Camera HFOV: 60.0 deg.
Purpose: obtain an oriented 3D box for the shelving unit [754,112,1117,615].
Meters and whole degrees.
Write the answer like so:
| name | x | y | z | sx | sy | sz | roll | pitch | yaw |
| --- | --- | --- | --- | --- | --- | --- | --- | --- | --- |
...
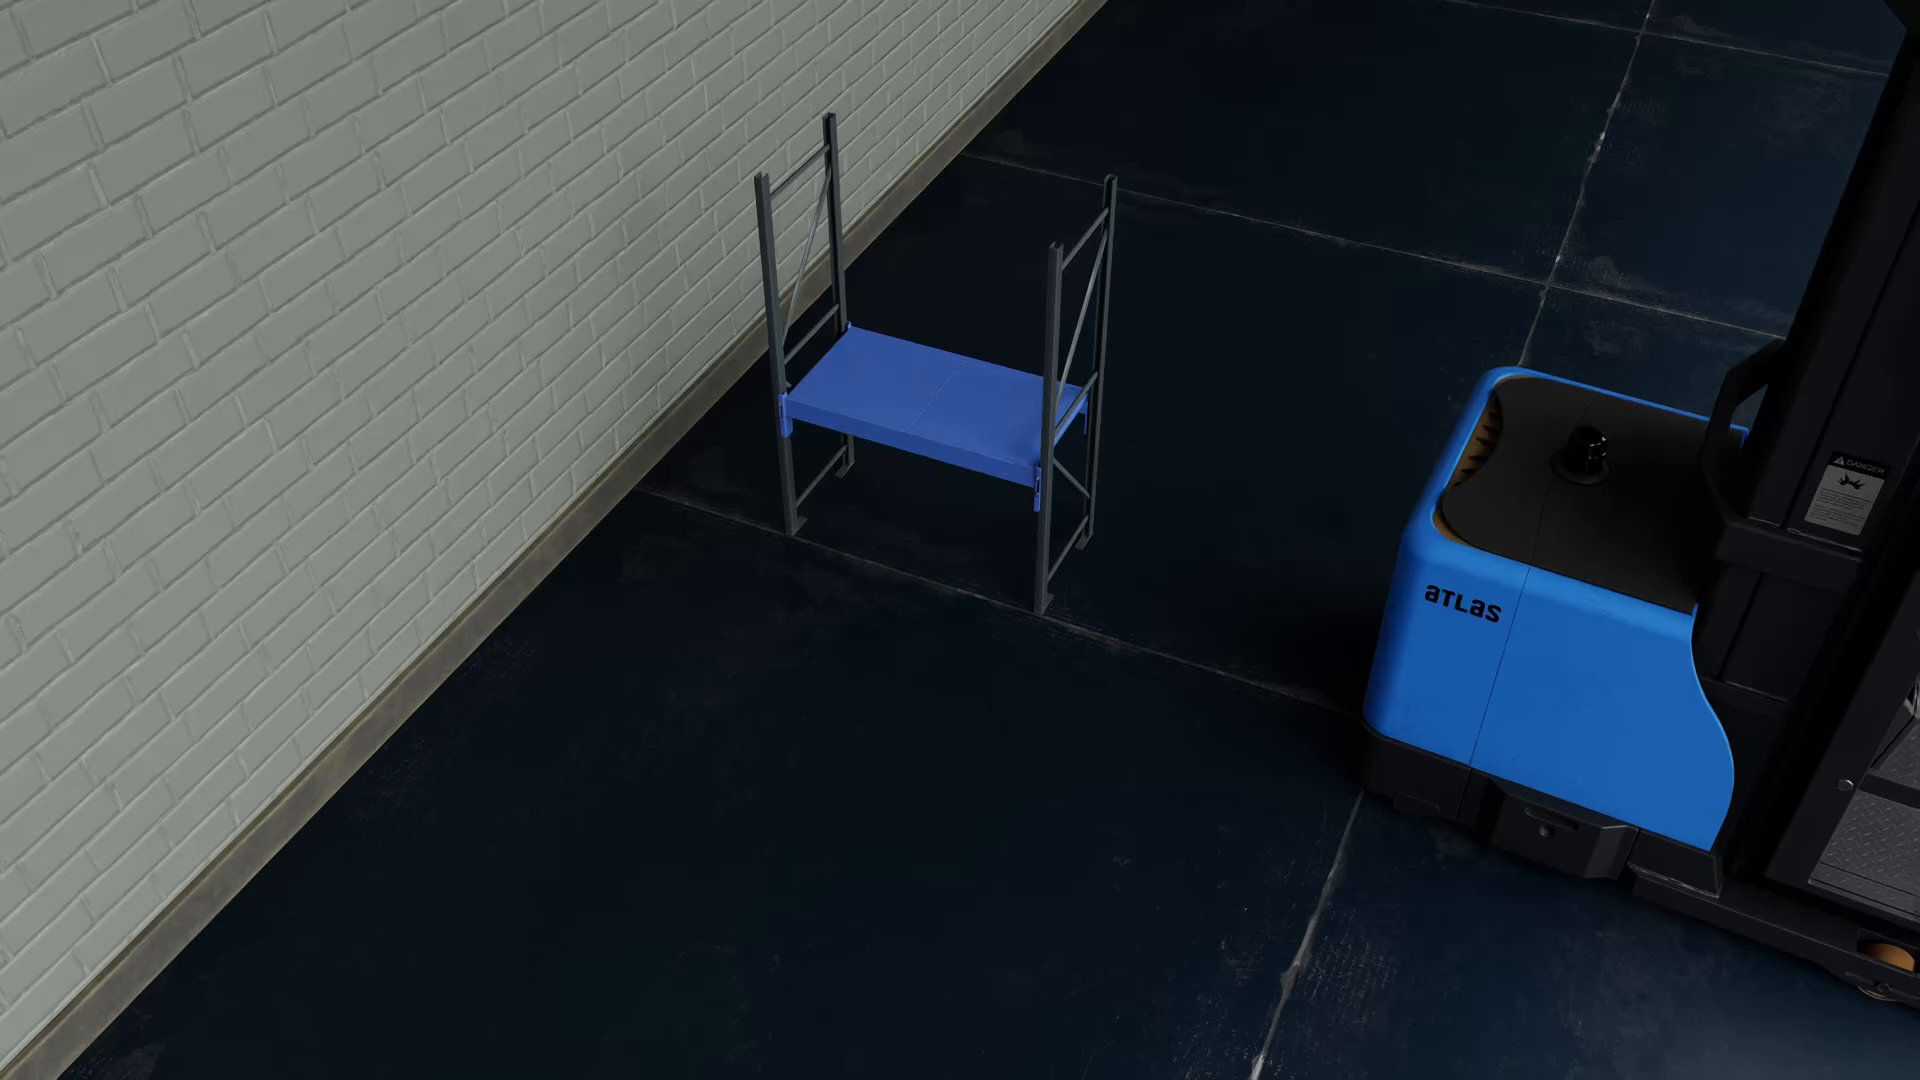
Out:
| name | x | y | z | sx | sy | sz | roll | pitch | yaw |
| --- | --- | --- | --- | --- | --- | --- | --- | --- | --- |
| shelving unit | -0.077 | -0.590 | 5.786 | 1.048 | 1.500 | 0.538 | 17 | 44 | 19 |

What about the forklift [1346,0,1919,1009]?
| name | x | y | z | sx | sy | sz | roll | pitch | yaw |
| --- | --- | --- | --- | --- | --- | --- | --- | --- | --- |
| forklift | 2.779 | -0.140 | 4.173 | 3.031 | 2.935 | 1.130 | 19 | 44 | 21 |

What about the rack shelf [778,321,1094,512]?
| name | x | y | z | sx | sy | sz | roll | pitch | yaw |
| --- | --- | --- | --- | --- | --- | --- | --- | --- | --- |
| rack shelf | -0.077 | -0.454 | 5.904 | 1.000 | 0.185 | 0.538 | 17 | 44 | 19 |

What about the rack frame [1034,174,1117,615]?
| name | x | y | z | sx | sy | sz | roll | pitch | yaw |
| --- | --- | --- | --- | --- | --- | --- | --- | --- | --- |
| rack frame | 0.383 | -0.450 | 5.624 | 0.032 | 1.500 | 0.500 | 17 | 44 | 19 |

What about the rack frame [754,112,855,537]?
| name | x | y | z | sx | sy | sz | roll | pitch | yaw |
| --- | --- | --- | --- | --- | --- | --- | --- | --- | --- |
| rack frame | -0.538 | -0.731 | 5.948 | 0.032 | 1.500 | 0.500 | 17 | 44 | 19 |
